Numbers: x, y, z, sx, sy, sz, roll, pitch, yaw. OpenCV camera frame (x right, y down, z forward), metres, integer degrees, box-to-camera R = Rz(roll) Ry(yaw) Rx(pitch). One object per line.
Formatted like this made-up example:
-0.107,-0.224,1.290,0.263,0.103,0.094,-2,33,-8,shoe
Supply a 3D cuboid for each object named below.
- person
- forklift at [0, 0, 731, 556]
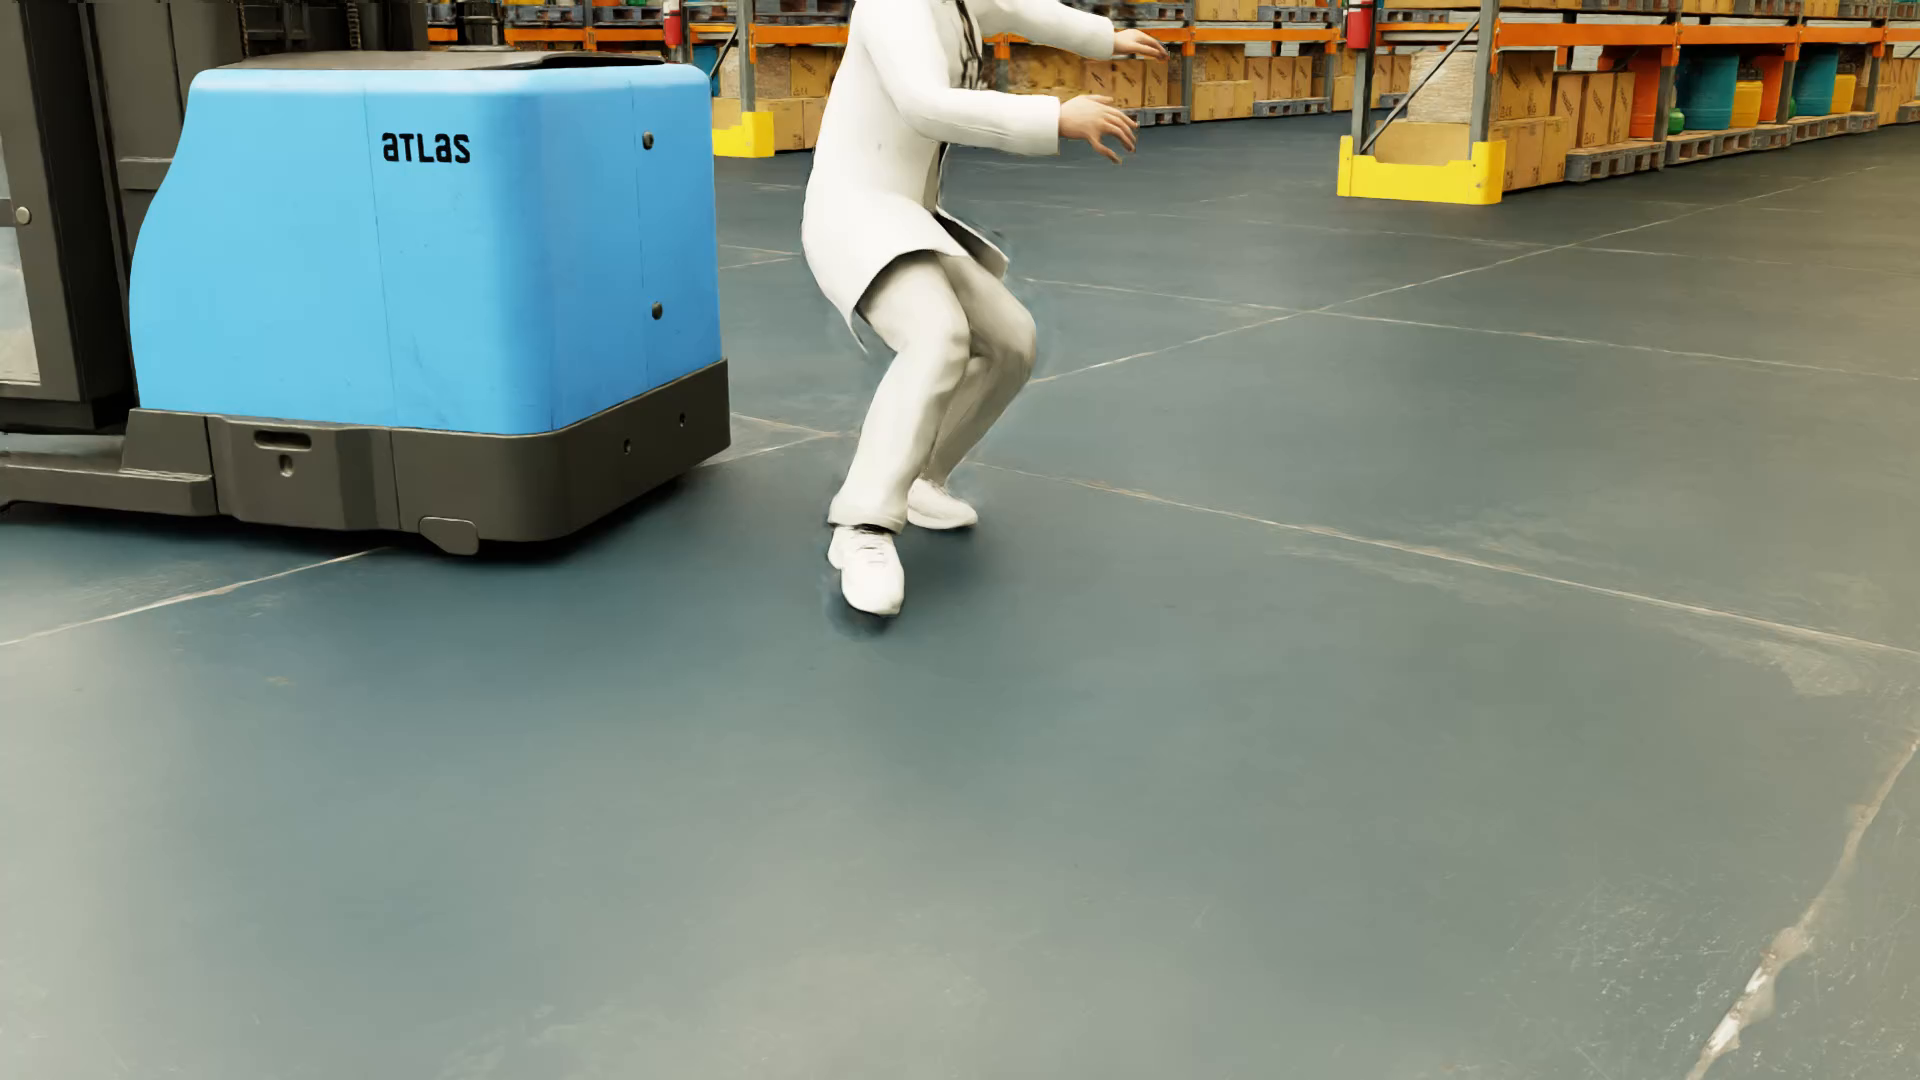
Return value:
0.030,-0.753,3.858,0.804,1.500,1.619,4,17,14,person
-2.202,-1.592,4.140,3.031,2.935,1.130,5,18,16,forklift
